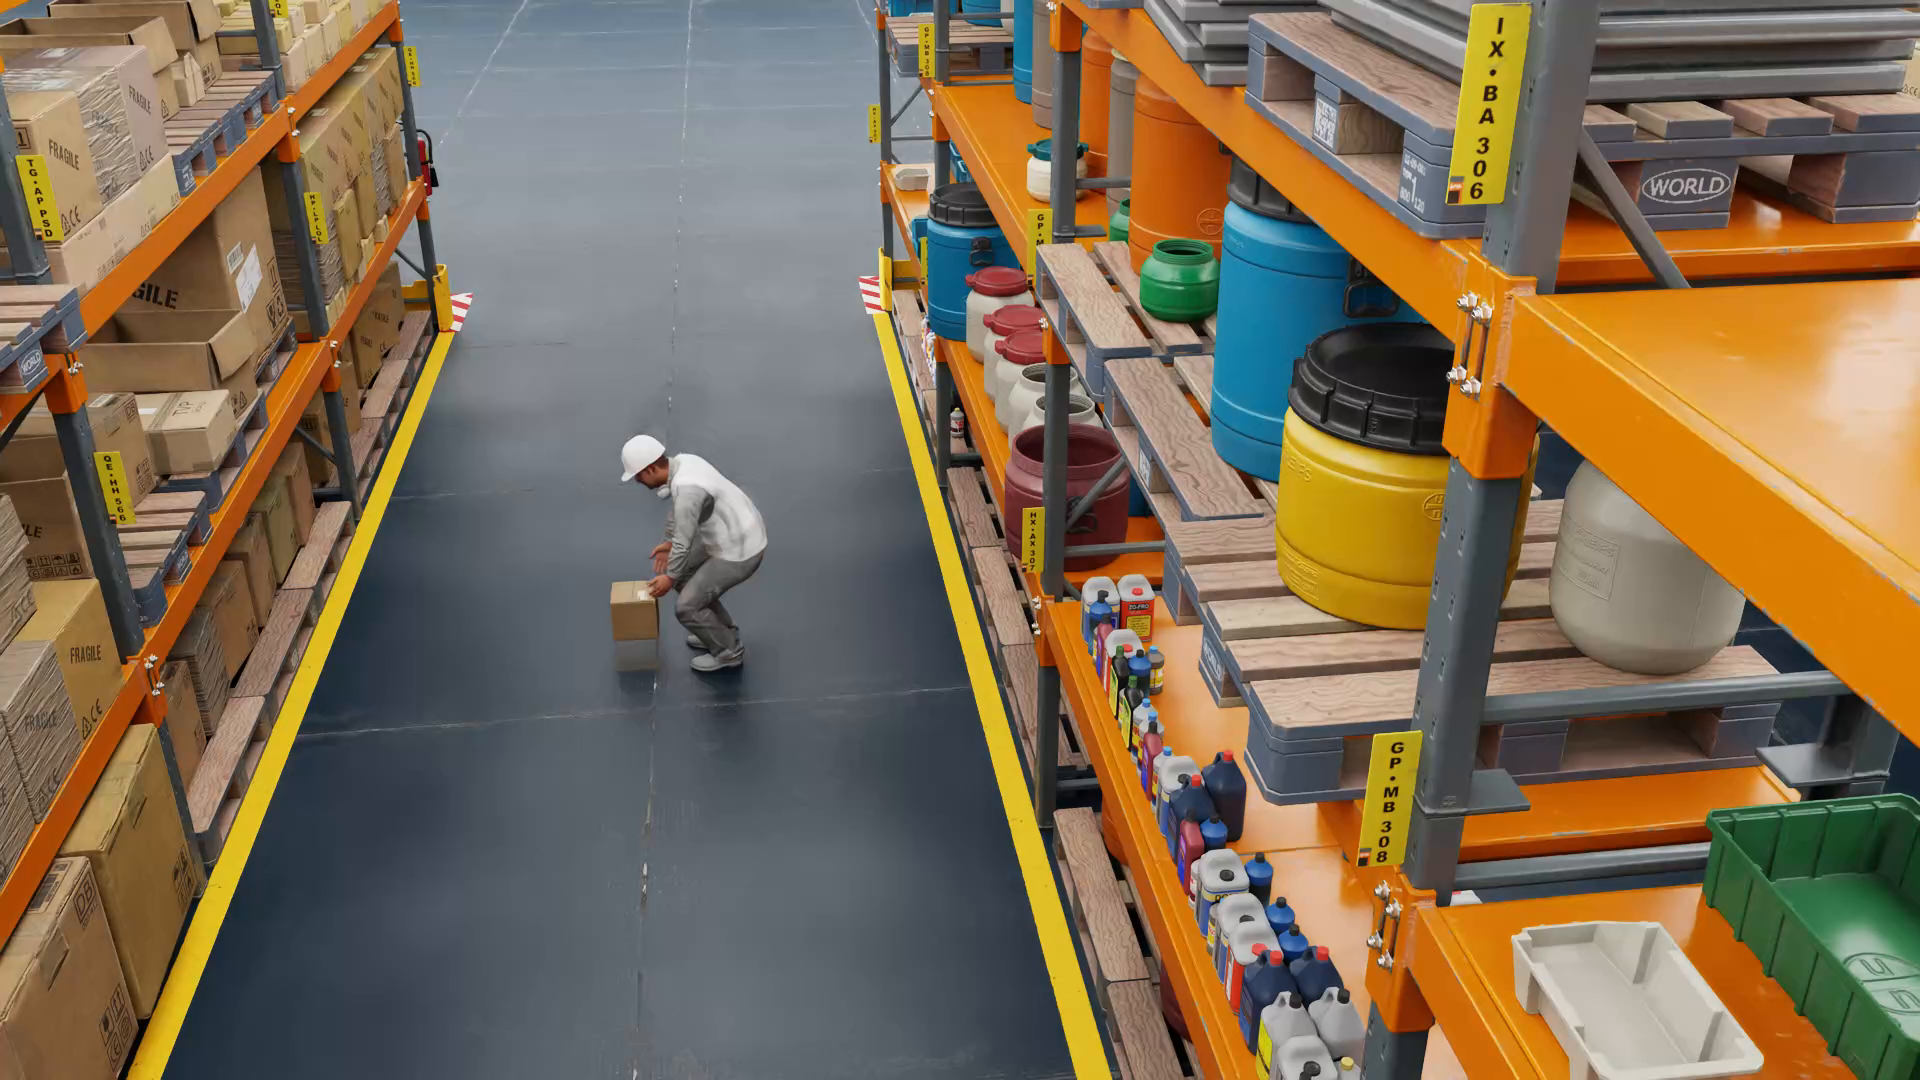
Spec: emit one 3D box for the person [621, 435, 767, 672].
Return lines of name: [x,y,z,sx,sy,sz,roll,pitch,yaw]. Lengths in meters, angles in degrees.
person: [-1.468,0.057,9.355,0.768,1.422,0.592,-4,27,-7]
